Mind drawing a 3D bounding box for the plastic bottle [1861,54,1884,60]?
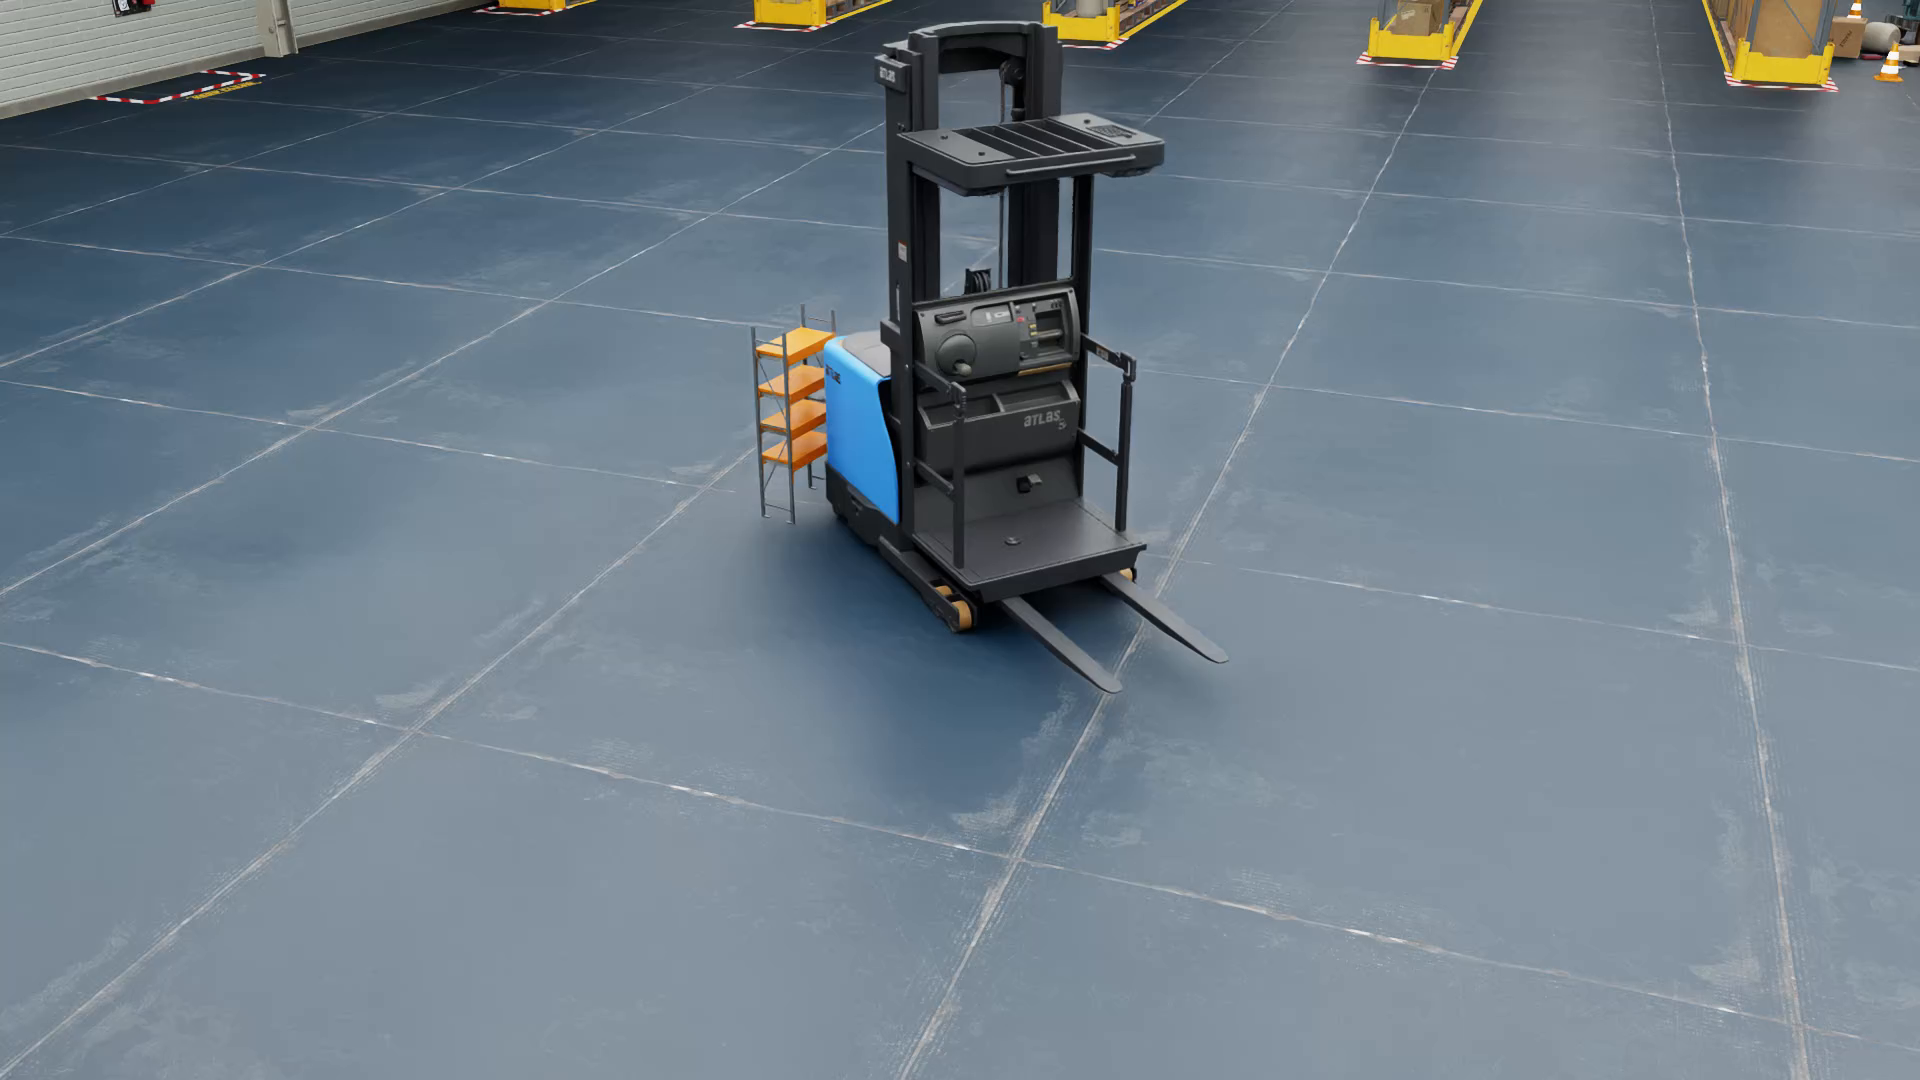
[{"bbox_3d":[13.283,-7.032,24.204,0.283,0.061,0.133,0,26,-1],"label":"plastic bottle"}]

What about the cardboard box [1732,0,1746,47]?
[{"bbox_3d":[11.664,-7.540,23.837,0.875,0.875,0.875,8,27,17],"label":"cardboard box"}]

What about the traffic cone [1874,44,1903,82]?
[{"bbox_3d":[12.725,-6.528,22.701,0.336,0.463,0.334,9,27,17],"label":"traffic cone"}]

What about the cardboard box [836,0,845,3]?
[{"bbox_3d":[-2.223,-9.202,27.986,0.500,0.250,0.500,9,27,17],"label":"cardboard box"}]

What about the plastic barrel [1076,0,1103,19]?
[{"bbox_3d":[2.042,-8.487,26.210,0.421,0.512,0.421,0,26,0],"label":"plastic barrel"}]

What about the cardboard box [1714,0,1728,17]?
[{"bbox_3d":[12.662,-8.746,26.471,1.050,0.750,0.750,9,27,17],"label":"cardboard box"}]

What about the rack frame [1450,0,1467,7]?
[{"bbox_3d":[7.897,-10.062,27.090,1.000,3.000,0.127,9,27,17],"label":"rack frame"}]

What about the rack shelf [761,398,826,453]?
[{"bbox_3d":[-0.968,-0.691,9.955,0.258,0.148,0.480,15,29,27],"label":"rack shelf"}]

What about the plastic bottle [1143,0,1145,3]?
[{"bbox_3d":[3.041,-9.082,27.772,0.097,0.201,0.097,0,26,0],"label":"plastic bottle"}]

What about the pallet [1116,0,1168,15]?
[{"bbox_3d":[2.963,-9.255,28.623,1.003,0.211,1.213,9,27,17],"label":"pallet"}]

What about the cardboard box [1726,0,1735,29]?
[{"bbox_3d":[12.265,-8.286,25.377,0.875,0.875,0.875,9,27,18],"label":"cardboard box"}]

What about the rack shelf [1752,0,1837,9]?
[{"bbox_3d":[11.875,-8.155,23.977,1.077,0.370,4.000,9,27,17],"label":"rack shelf"}]

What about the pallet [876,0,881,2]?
[{"bbox_3d":[-1.748,-9.924,30.005,1.003,0.211,1.213,9,27,17],"label":"pallet"}]

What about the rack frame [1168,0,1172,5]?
[{"bbox_3d":[3.226,-10.780,28.573,1.000,3.000,0.127,9,27,17],"label":"rack frame"}]

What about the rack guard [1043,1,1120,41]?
[{"bbox_3d":[1.876,-8.049,25.801,1.175,0.500,0.348,9,27,17],"label":"rack guard"}]

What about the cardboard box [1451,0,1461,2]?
[{"bbox_3d":[8.122,-9.384,28.053,0.700,0.500,0.500,7,27,13],"label":"cardboard box"}]

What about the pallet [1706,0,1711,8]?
[{"bbox_3d":[13.538,-9.377,28.874,1.003,0.211,1.213,9,27,17],"label":"pallet"}]

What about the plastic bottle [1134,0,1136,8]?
[{"bbox_3d":[2.827,-8.817,27.225,0.097,0.201,0.097,0,26,0],"label":"plastic bottle"}]

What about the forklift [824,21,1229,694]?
[{"bbox_3d":[0.310,-1.057,8.569,1.130,2.935,3.031,-13,29,-24],"label":"forklift"}]

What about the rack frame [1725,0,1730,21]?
[{"bbox_3d":[12.541,-9.301,25.518,1.000,3.000,0.127,9,27,17],"label":"rack frame"}]

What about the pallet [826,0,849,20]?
[{"bbox_3d":[-2.560,-8.922,27.934,1.003,0.211,1.213,9,27,17],"label":"pallet"}]

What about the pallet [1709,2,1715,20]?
[{"bbox_3d":[13.131,-8.877,27.842,1.003,0.211,1.213,9,27,17],"label":"pallet"}]

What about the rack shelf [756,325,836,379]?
[{"bbox_3d":[-0.968,-1.106,9.755,0.258,0.148,0.480,15,29,27],"label":"rack shelf"}]

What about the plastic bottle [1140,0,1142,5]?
[{"bbox_3d":[2.973,-8.998,27.597,0.097,0.201,0.097,0,26,0],"label":"plastic bottle"}]

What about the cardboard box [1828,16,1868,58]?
[{"bbox_3d":[12.992,-7.390,24.437,0.500,0.500,0.500,14,29,26],"label":"cardboard box"}]

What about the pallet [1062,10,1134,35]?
[{"bbox_3d":[2.151,-8.252,26.552,1.003,0.211,1.213,9,27,17],"label":"pallet"}]

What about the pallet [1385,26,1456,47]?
[{"bbox_3d":[6.895,-7.523,25.046,1.003,0.211,1.213,9,27,17],"label":"pallet"}]

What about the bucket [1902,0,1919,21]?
[{"bbox_3d":[14.669,-8.122,25.094,0.726,0.611,0.620,20,22,35],"label":"bucket"}]

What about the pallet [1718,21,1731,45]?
[{"bbox_3d":[12.214,-7.745,25.504,1.003,0.211,1.213,9,27,17],"label":"pallet"}]

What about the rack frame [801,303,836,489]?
[{"bbox_3d":[-0.844,-0.843,10.115,0.240,1.200,0.015,15,29,27],"label":"rack frame"}]

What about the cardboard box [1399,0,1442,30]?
[{"bbox_3d":[6.956,-7.987,25.190,0.500,0.500,0.500,17,30,31],"label":"cardboard box"}]

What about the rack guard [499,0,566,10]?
[{"bbox_3d":[-7.422,-9.479,28.754,1.175,0.500,0.348,9,27,17],"label":"rack guard"}]

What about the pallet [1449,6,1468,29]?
[{"bbox_3d":[7.707,-8.526,27.117,1.003,0.211,1.213,9,27,17],"label":"pallet"}]

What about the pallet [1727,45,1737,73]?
[{"bbox_3d":[11.402,-6.742,23.433,1.003,0.211,1.213,9,27,17],"label":"pallet"}]

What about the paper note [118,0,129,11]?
[{"bbox_3d":[-11.009,-7.051,21.882,0.016,0.148,0.142,9,27,17],"label":"paper note"}]

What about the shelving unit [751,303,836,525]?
[{"bbox_3d":[-0.968,-0.752,9.926,0.258,1.200,0.503,15,29,27],"label":"shelving unit"}]
